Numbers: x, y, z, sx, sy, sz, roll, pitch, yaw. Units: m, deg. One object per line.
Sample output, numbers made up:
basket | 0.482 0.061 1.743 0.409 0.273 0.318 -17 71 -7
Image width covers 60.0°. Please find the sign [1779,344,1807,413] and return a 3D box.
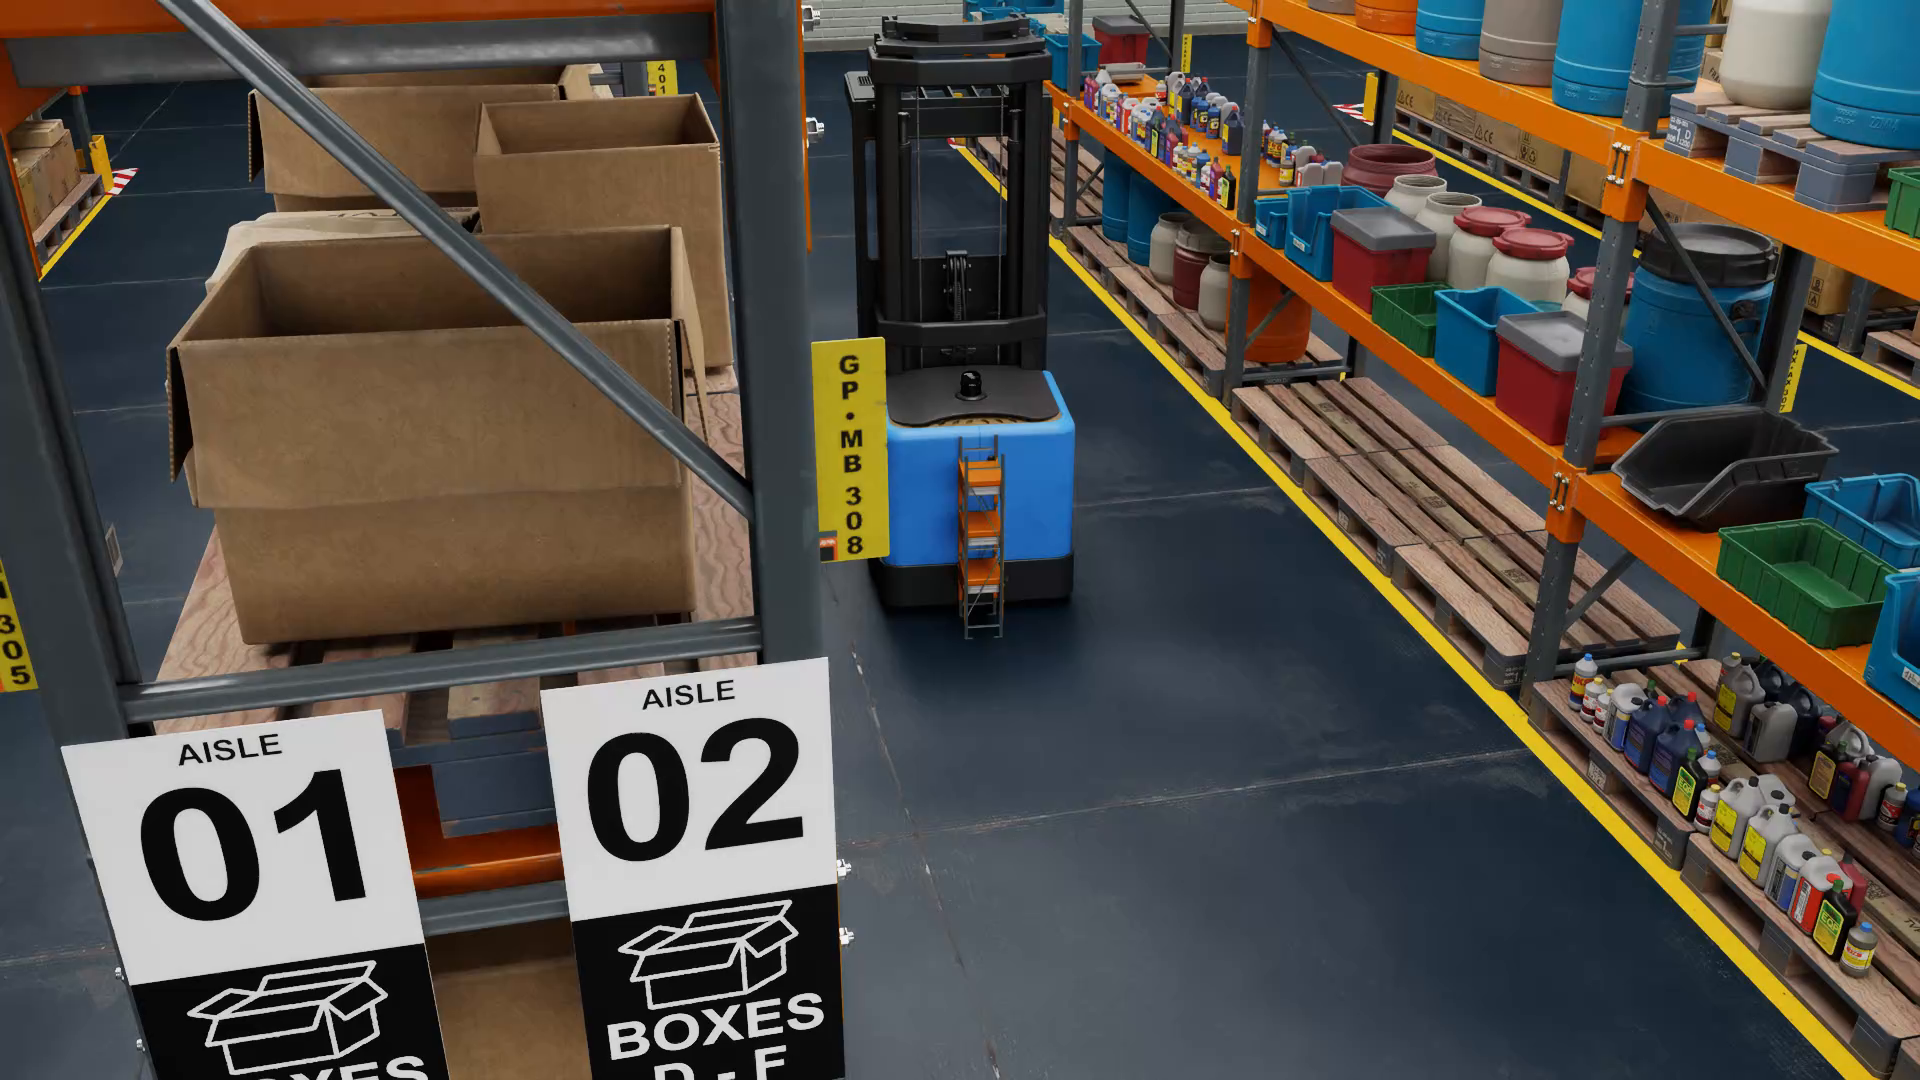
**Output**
sign | 3.773 -0.732 7.565 0.100 0.325 0.005 -6 27 -12

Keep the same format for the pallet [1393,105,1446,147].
pallet | 5.612 -4.741 18.908 1.003 0.211 1.213 -6 27 -12

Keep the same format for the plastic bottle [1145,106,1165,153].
plastic bottle | 1.502 -3.142 12.700 0.144 0.351 0.185 -6 27 -12

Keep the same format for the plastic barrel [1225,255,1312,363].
plastic barrel | 2.206 -1.745 11.822 0.600 0.830 0.708 -6 27 -12

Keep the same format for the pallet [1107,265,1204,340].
pallet | 1.843 -1.945 13.370 1.003 0.211 1.213 -6 27 -12

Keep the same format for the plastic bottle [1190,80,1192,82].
plastic bottle | 1.918 -3.714 13.917 0.152 0.276 0.135 -6 27 -12

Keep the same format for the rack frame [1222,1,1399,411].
rack frame | 2.333 -2.314 11.005 1.000 3.000 0.127 -6 27 -12

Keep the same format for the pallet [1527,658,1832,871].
pallet | 3.345 0.986 7.562 1.003 0.211 1.213 -6 27 -12

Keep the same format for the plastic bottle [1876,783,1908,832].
plastic bottle | 3.863 1.095 6.868 0.097 0.201 0.097 0 27 0

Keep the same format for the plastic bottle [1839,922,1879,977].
plastic bottle | 3.295 1.489 6.088 0.097 0.201 0.097 0 27 0

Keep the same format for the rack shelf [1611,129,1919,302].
rack shelf | 3.685 -0.698 5.273 1.077 0.370 4.000 -6 27 -12

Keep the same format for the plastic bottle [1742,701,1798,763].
plastic bottle | 3.565 0.826 7.320 0.152 0.276 0.135 -6 27 -12

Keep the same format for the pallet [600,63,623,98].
pallet | -1.999 -2.288 7.834 1.003 0.211 1.213 -5 27 -9

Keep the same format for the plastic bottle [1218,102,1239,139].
plastic bottle | 2.114 -3.331 13.159 0.152 0.276 0.135 -6 27 -12

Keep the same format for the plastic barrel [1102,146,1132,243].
plastic barrel | 1.538 -3.080 14.386 0.600 0.901 0.708 -6 27 -12

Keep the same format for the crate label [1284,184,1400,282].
crate label | 2.293 -1.866 10.079 0.502 0.435 0.616 -6 27 -12

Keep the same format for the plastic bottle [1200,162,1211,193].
plastic bottle | 1.744 -2.556 11.705 0.097 0.201 0.097 0 27 0

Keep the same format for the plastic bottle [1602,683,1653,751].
plastic bottle | 2.979 0.785 7.400 0.152 0.276 0.135 -5 27 -10

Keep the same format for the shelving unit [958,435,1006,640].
shelving unit | 0.109 -0.008 8.601 0.215 1.050 0.252 -3 27 -6

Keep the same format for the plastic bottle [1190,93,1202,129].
plastic bottle | 1.914 -3.469 13.438 0.097 0.271 0.097 0 27 0

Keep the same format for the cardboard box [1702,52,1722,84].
cardboard box | 6.465 -3.723 13.687 0.500 0.500 0.500 -5 27 -11

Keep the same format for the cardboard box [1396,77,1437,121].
cardboard box | 5.578 -5.295 18.803 0.875 0.875 0.875 -6 27 -12

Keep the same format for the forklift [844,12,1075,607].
forklift | -0.073 -1.587 9.642 1.130 2.935 3.031 -3 27 -6

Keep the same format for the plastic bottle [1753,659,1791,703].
plastic bottle | 3.660 0.682 7.522 0.144 0.351 0.185 -7 28 -13

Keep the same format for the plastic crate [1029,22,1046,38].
plastic crate | 0.629 -4.926 16.300 0.416 0.233 0.300 -6 27 -12

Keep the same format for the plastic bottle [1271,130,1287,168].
plastic bottle | 2.365 -2.896 12.301 0.097 0.271 0.097 0 27 0

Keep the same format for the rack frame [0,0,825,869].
rack frame | -0.691 -0.979 1.702 1.000 3.000 0.127 -6 27 -12

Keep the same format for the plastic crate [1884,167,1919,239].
plastic crate | 3.325 -1.082 5.471 0.336 0.188 0.450 -6 27 -12

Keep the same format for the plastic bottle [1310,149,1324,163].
plastic bottle | 2.521 -2.633 11.768 0.061 0.283 0.133 -6 27 -12

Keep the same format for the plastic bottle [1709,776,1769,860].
plastic bottle | 3.150 1.094 6.704 0.144 0.351 0.185 -6 27 -12

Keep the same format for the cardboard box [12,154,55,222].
cardboard box | -8.640 -3.154 14.977 0.700 0.500 0.500 -7 28 -13

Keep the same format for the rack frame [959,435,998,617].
rack frame | 0.094 -0.063 8.709 0.200 1.050 0.008 -3 27 -6

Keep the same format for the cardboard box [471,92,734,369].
cardboard box | -0.799 -0.691 3.729 0.500 0.500 0.500 -6 27 -12

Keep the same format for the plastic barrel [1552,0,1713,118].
plastic barrel | 2.908 -2.322 7.136 0.600 0.901 0.708 -6 27 -12

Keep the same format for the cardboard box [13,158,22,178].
cardboard box | -8.306 -3.162 14.273 0.380 0.149 0.250 -7 28 -13

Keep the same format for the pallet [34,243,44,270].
pallet | -8.316 -2.161 13.796 1.003 0.211 1.213 -6 27 -12

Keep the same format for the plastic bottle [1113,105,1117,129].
plastic bottle | 1.291 -3.439 13.456 0.097 0.201 0.097 0 27 0

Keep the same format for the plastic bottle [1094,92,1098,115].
plastic bottle | 1.172 -3.669 13.911 0.097 0.201 0.097 0 27 0

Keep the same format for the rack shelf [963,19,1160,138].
rack shelf | 0.981 -4.627 16.386 1.077 0.370 4.000 -6 27 -12

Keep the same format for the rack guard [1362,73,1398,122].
rack guard | 5.350 -5.223 19.544 1.175 0.500 0.348 -6 27 -12

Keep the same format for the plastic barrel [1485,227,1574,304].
plastic barrel | 3.067 -1.383 9.010 0.433 0.535 0.433 0 27 0

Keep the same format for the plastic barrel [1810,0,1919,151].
plastic barrel | 3.355 -1.860 5.755 0.600 0.901 0.708 -6 27 -12

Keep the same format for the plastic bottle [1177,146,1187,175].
plastic bottle | 1.634 -2.770 12.129 0.097 0.201 0.097 0 27 0

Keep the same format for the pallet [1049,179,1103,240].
pallet | 1.228 -3.144 15.744 1.003 0.211 1.213 -6 27 -12

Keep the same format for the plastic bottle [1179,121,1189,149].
plastic bottle | 1.668 -2.993 12.481 0.061 0.283 0.133 -6 27 -12

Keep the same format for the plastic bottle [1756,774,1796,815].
plastic bottle | 3.289 1.102 6.773 0.152 0.276 0.135 -6 27 -12

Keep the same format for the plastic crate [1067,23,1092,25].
plastic crate | 1.243 -4.902 16.253 0.416 0.233 0.300 -6 27 -12

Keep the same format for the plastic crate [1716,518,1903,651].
plastic crate | 3.265 0.161 6.336 0.450 0.188 0.662 -6 27 -12

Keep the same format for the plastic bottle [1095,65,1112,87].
plastic bottle | 1.204 -3.843 14.089 0.144 0.351 0.185 -6 27 -12

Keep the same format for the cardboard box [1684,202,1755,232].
cardboard box | 6.830 -2.753 13.767 1.225 0.875 0.875 -6 27 -11

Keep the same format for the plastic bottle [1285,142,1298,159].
plastic bottle | 2.388 -2.730 11.972 0.097 0.271 0.097 0 27 0
